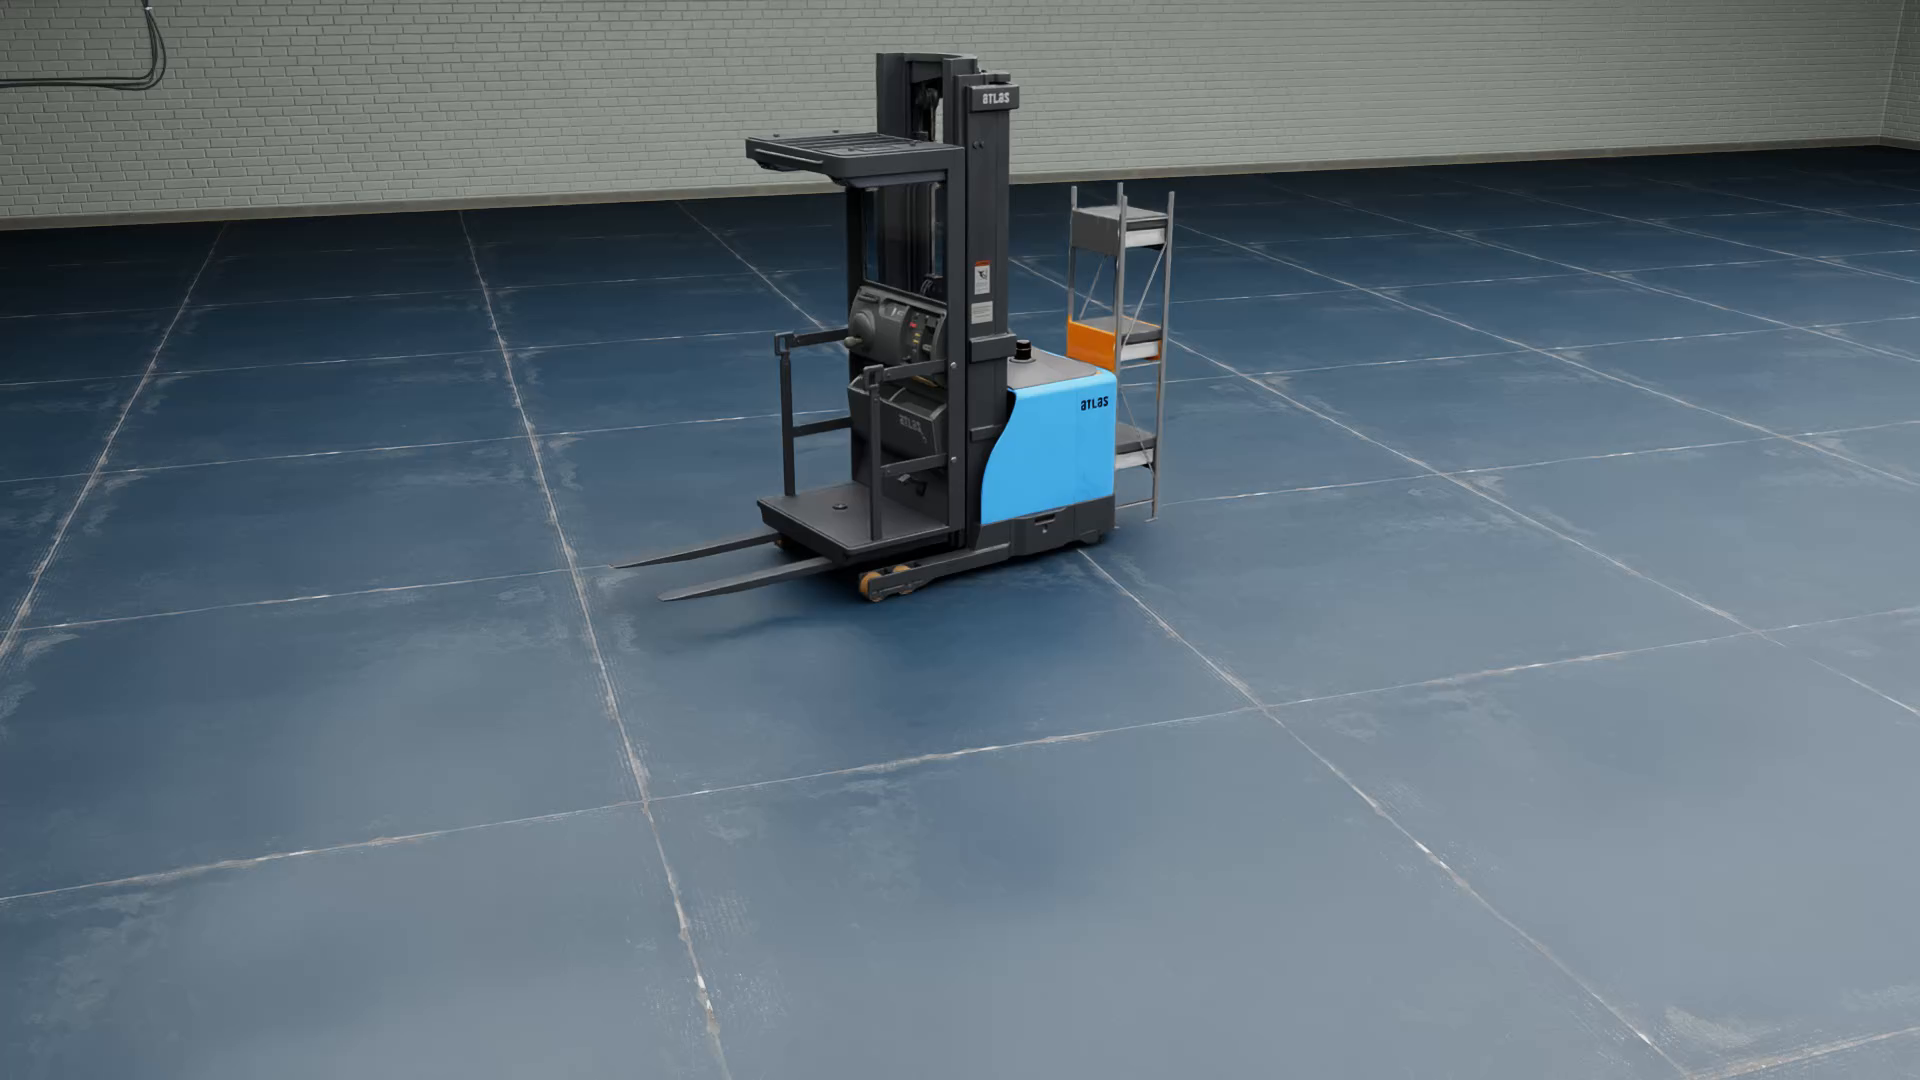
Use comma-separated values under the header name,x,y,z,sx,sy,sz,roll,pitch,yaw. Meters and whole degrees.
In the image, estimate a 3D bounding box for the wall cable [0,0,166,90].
name,x,y,z,sx,sy,sz,roll,pitch,yaw
wall cable,-11.754,-6.864,20.809,3.097,2.526,0.112,-6,21,-17

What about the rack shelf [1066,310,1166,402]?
name,x,y,z,sx,sy,sz,roll,pitch,yaw
rack shelf,0.983,-1.142,10.521,0.431,0.518,0.480,-12,23,-32

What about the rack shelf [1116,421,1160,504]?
name,x,y,z,sx,sy,sz,roll,pitch,yaw
rack shelf,0.975,-0.482,10.753,0.431,0.518,0.480,-12,23,-32

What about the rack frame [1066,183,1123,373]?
name,x,y,z,sx,sy,sz,roll,pitch,yaw
rack frame,0.847,-1.223,10.708,0.400,2.100,0.015,-12,23,-32

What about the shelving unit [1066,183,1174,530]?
name,x,y,z,sx,sy,sz,roll,pitch,yaw
shelving unit,0.983,-1.155,10.517,0.431,2.100,0.503,-12,23,-32

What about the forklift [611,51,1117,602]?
name,x,y,z,sx,sy,sz,roll,pitch,yaw
forklift,-0.536,-1.231,9.507,3.031,2.935,1.130,-13,24,-32

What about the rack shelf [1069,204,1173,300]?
name,x,y,z,sx,sy,sz,roll,pitch,yaw
rack shelf,0.990,-1.803,10.290,0.431,0.518,0.480,-12,23,-32

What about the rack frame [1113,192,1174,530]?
name,x,y,z,sx,sy,sz,roll,pitch,yaw
rack frame,1.119,-1.087,10.326,0.400,2.100,0.015,-12,23,-32
